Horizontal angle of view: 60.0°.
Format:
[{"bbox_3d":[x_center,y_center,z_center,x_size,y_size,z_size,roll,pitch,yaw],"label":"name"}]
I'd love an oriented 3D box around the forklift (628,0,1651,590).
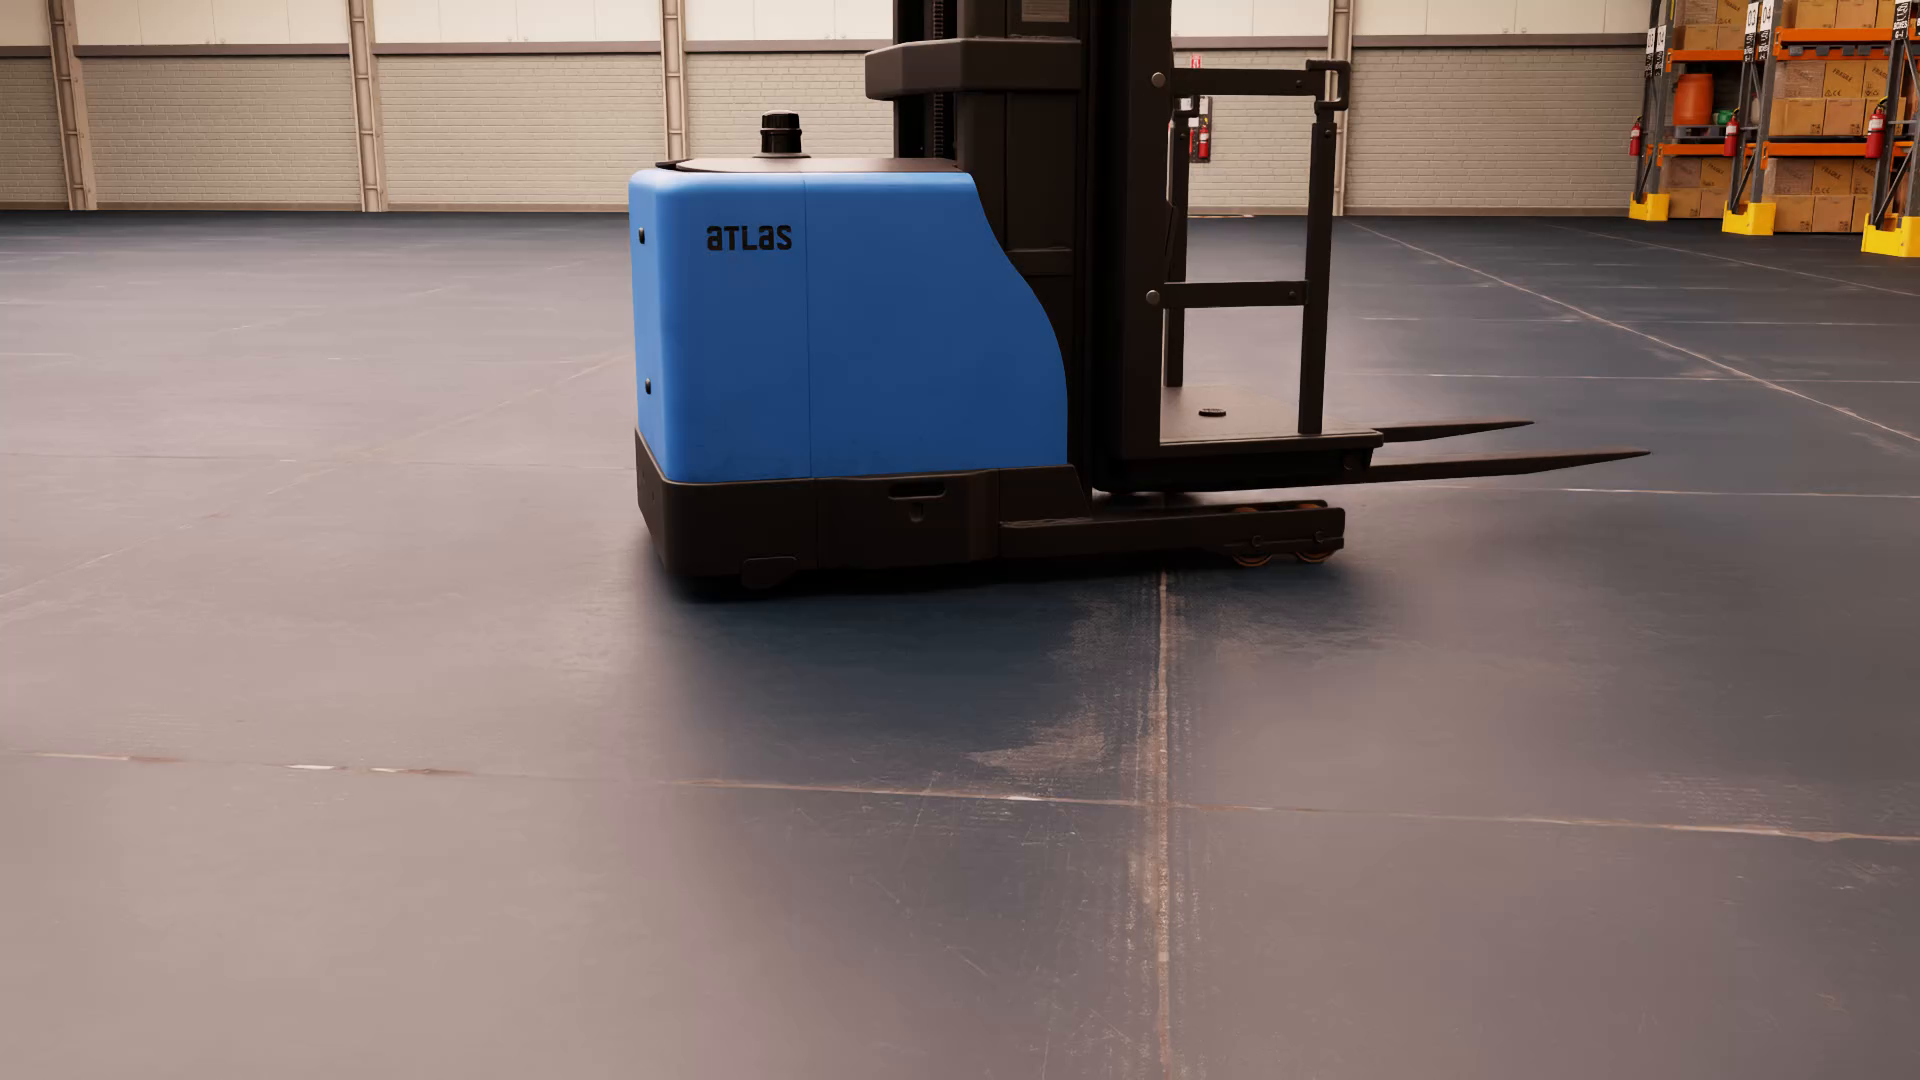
[{"bbox_3d":[0.587,-1.464,4.770,3.031,2.935,1.130,-4,14,-15],"label":"forklift"}]
